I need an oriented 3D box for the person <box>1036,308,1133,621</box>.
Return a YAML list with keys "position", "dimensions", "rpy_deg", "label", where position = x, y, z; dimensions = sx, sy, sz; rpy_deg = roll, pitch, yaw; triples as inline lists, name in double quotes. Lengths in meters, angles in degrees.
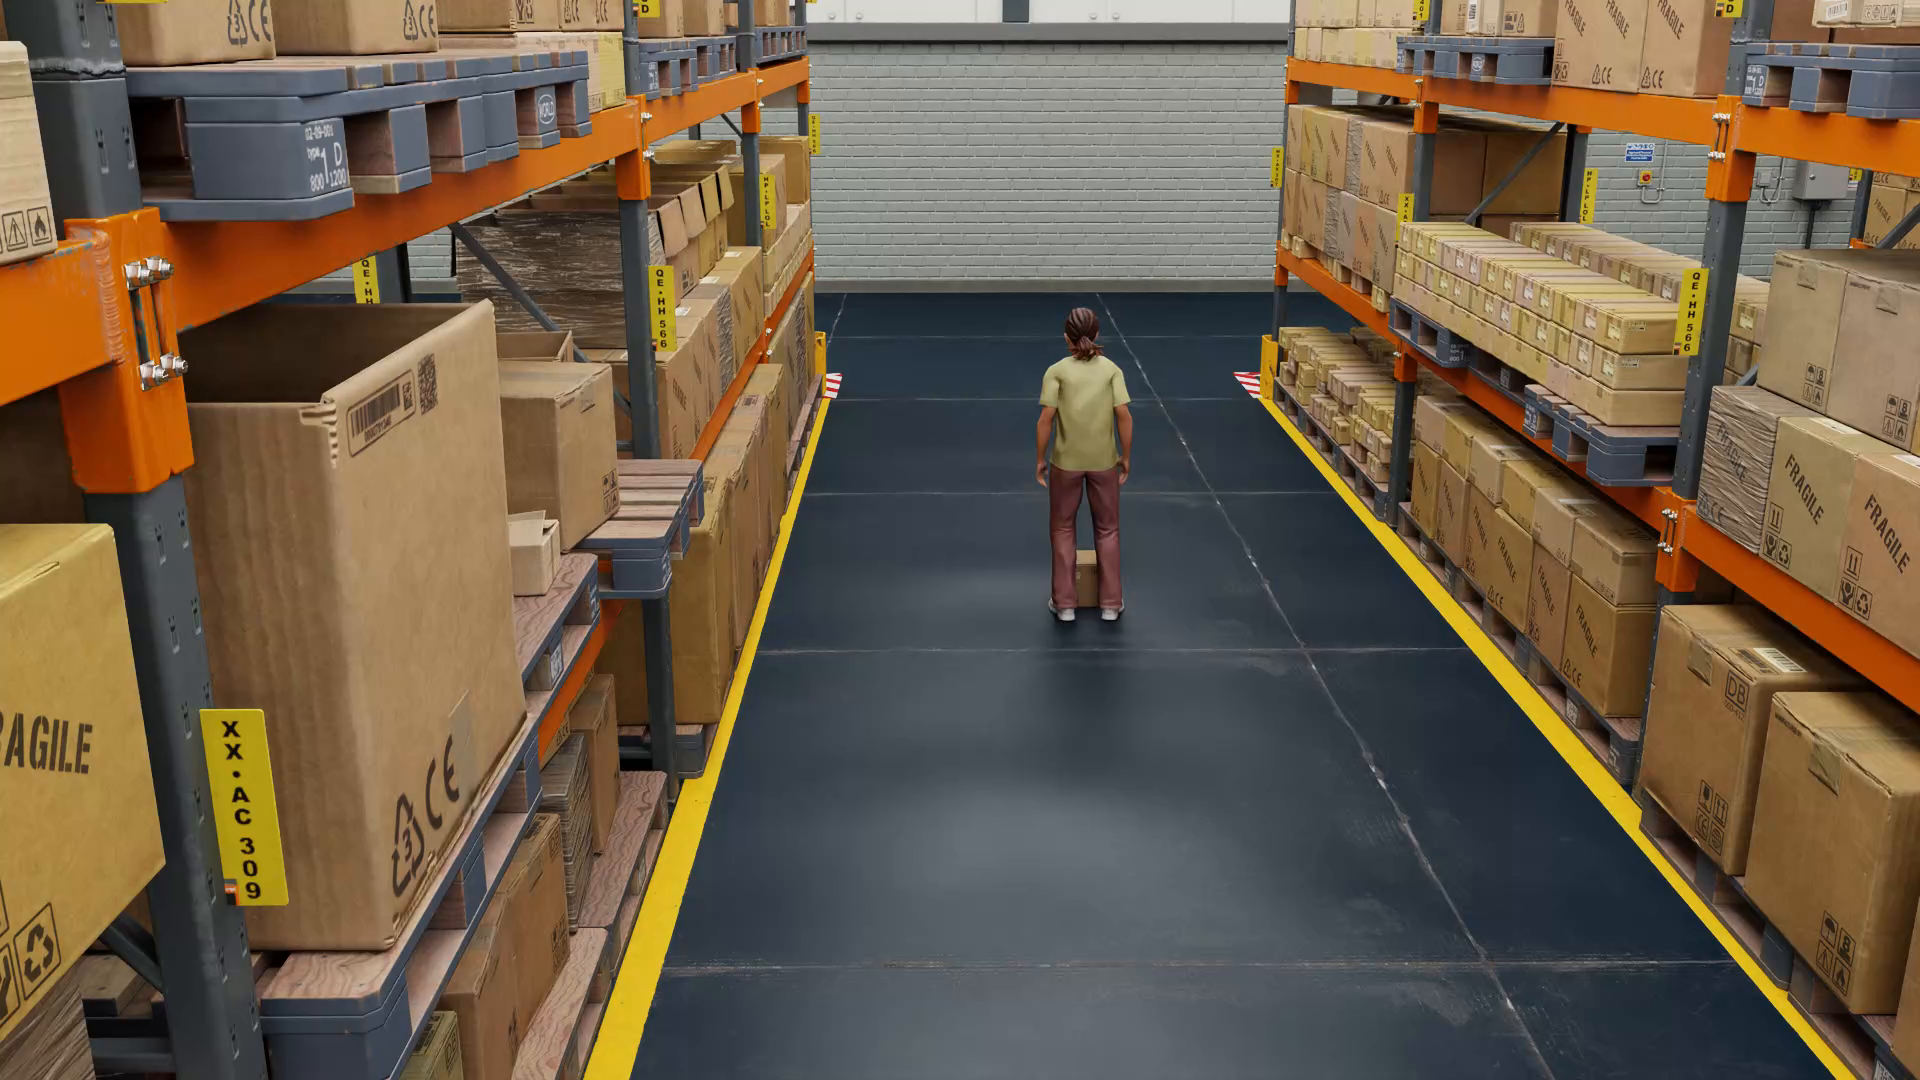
- position: [0.653, -0.393, 8.818]
  dimensions: [0.513, 1.673, 0.357]
  rpy_deg: [-1, 17, -3]
  label: "person"
